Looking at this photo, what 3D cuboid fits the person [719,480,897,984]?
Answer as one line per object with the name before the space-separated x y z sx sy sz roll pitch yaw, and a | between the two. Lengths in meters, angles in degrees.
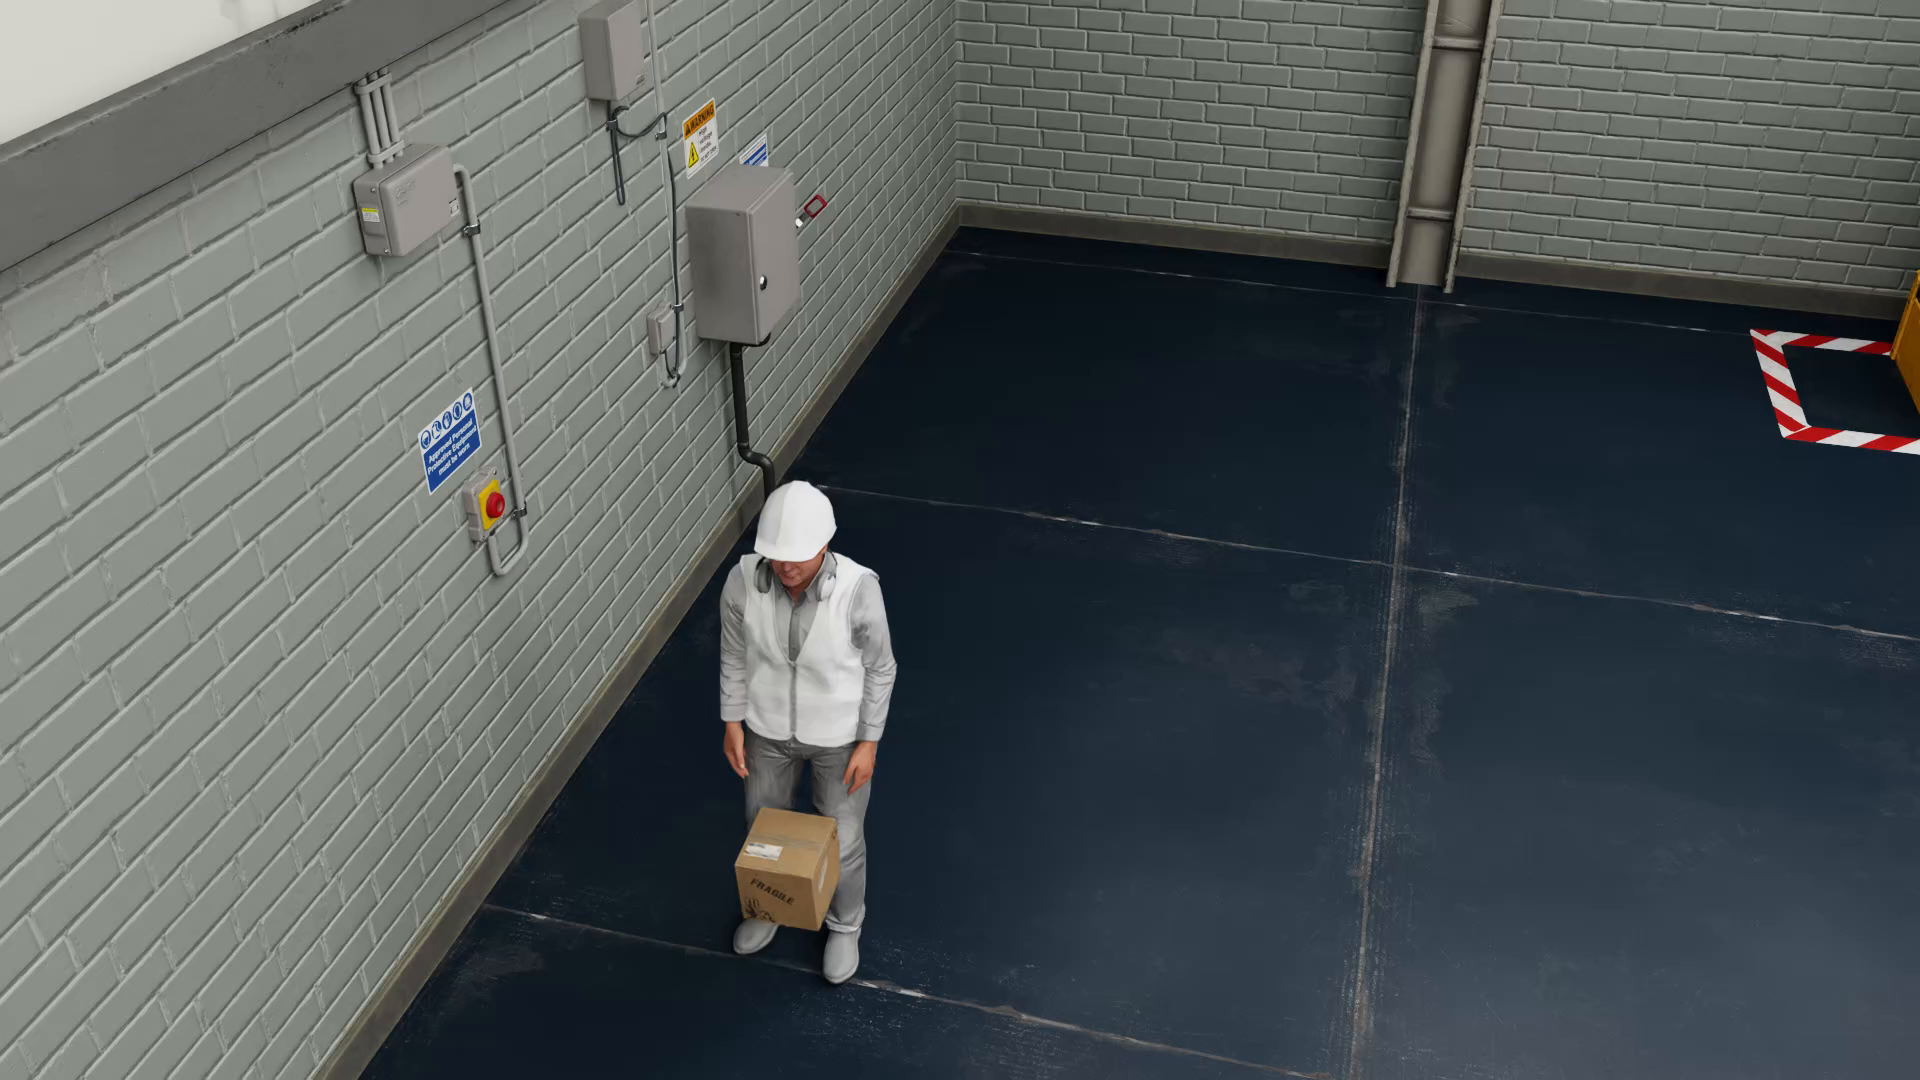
person | -0.475 0.586 5.194 0.560 1.776 0.472 7 33 11
